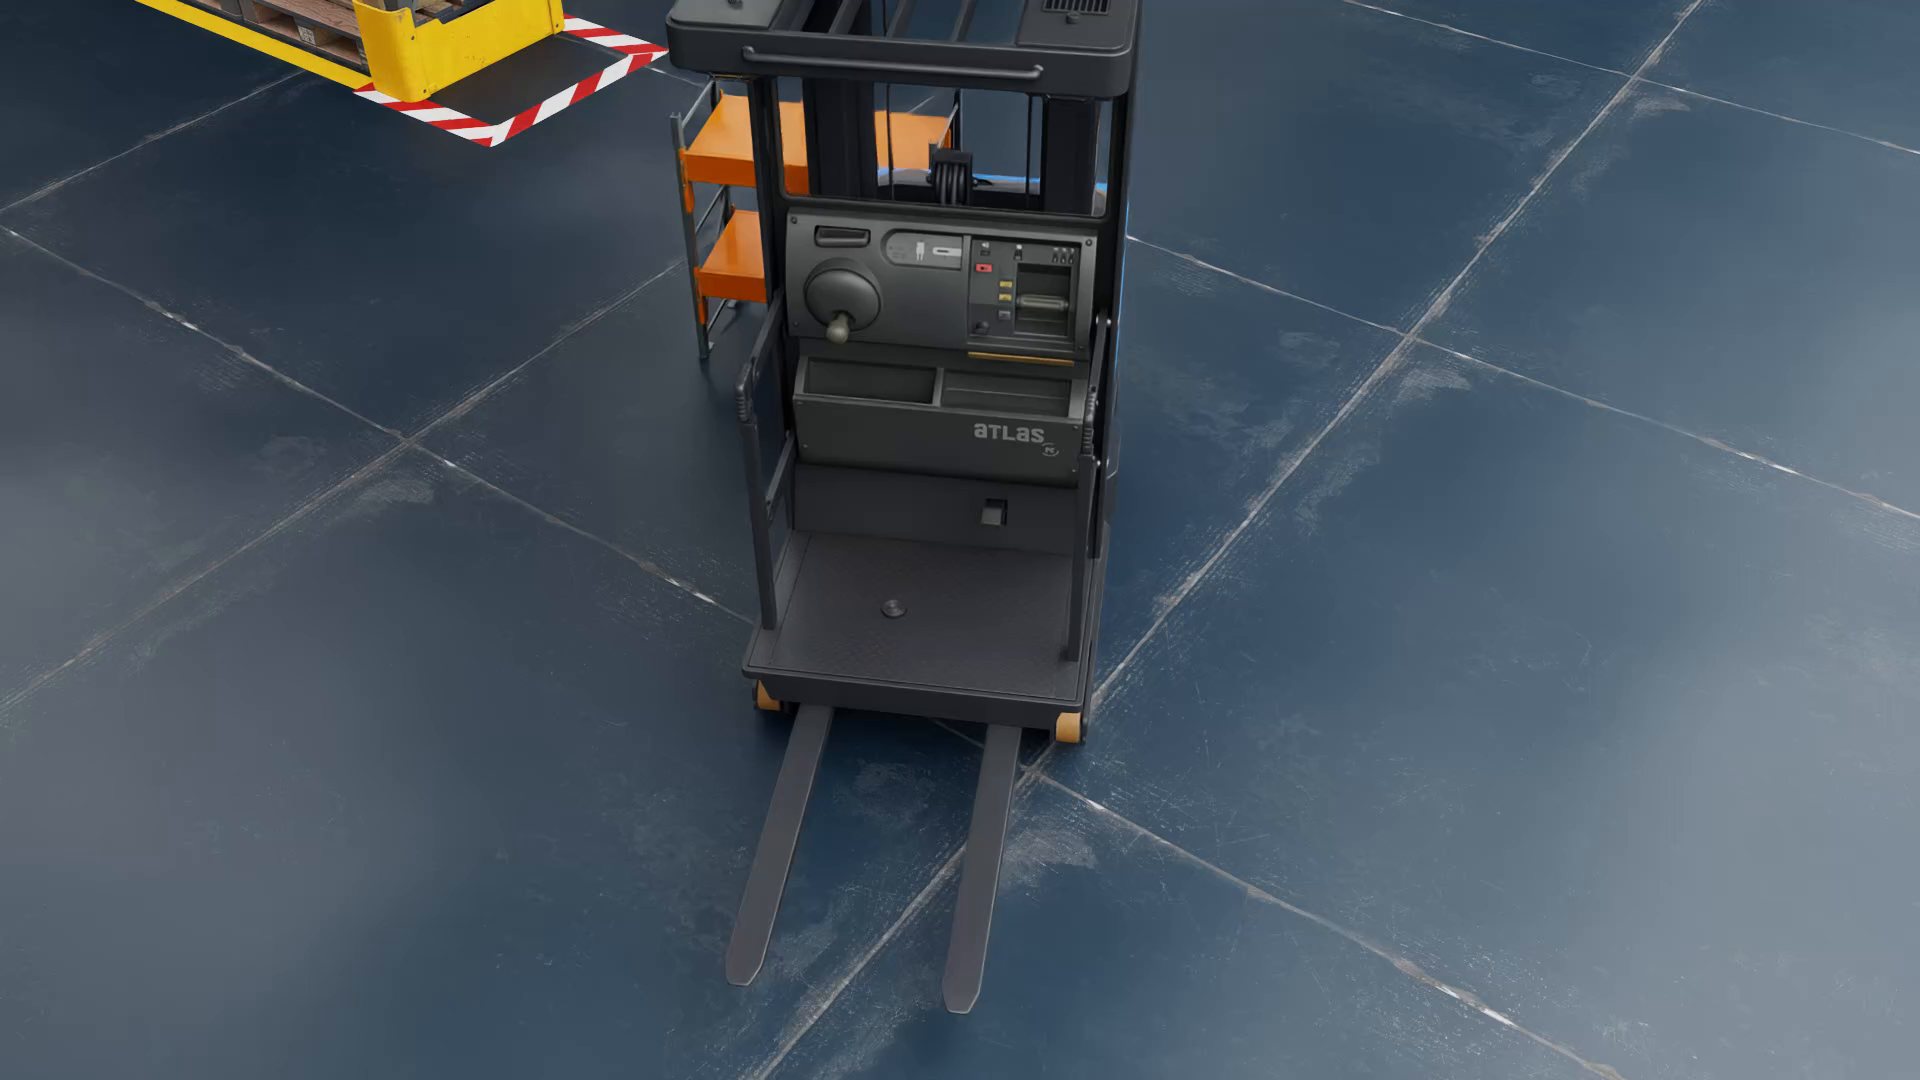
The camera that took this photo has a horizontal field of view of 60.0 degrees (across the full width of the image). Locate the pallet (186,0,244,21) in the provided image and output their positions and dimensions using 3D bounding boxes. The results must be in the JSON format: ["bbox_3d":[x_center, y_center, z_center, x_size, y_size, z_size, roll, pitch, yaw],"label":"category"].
[{"bbox_3d":[-4.354,-3.571,10.083,1.213,0.211,1.003,25,48,25],"label":"pallet"}]

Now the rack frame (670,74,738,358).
[{"bbox_3d":[-1.051,-1.363,6.930,0.032,1.125,0.500,8,42,8],"label":"rack frame"}]

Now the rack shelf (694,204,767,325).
[{"bbox_3d":[-0.552,-1.115,7.019,1.000,0.278,0.538,8,42,8],"label":"rack shelf"}]

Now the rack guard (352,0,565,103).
[{"bbox_3d":[-2.714,-2.881,9.095,0.348,0.500,1.175,25,48,25],"label":"rack guard"}]

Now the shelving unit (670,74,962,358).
[{"bbox_3d":[-0.552,-1.297,6.856,1.048,1.125,0.538,8,42,8],"label":"shelving unit"}]

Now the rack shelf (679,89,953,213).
[{"bbox_3d":[-0.552,-1.515,6.661,1.000,0.278,0.538,8,42,8],"label":"rack shelf"}]

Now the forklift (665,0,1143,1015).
[{"bbox_3d":[-0.091,-0.677,4.809,1.130,2.935,3.031,6,42,6],"label":"forklift"}]

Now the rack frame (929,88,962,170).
[{"bbox_3d":[-0.054,-1.231,6.782,0.032,1.125,0.500,8,42,8],"label":"rack frame"}]

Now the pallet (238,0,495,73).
[{"bbox_3d":[-3.359,-3.104,9.560,1.213,0.211,1.003,25,48,25],"label":"pallet"}]

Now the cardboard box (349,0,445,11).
[{"bbox_3d":[-3.154,-3.257,9.200,0.500,0.500,0.500,-33,51,-31],"label":"cardboard box"}]

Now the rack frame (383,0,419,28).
[{"bbox_3d":[-2.652,-3.784,8.229,0.127,3.000,1.000,25,48,25],"label":"rack frame"}]
